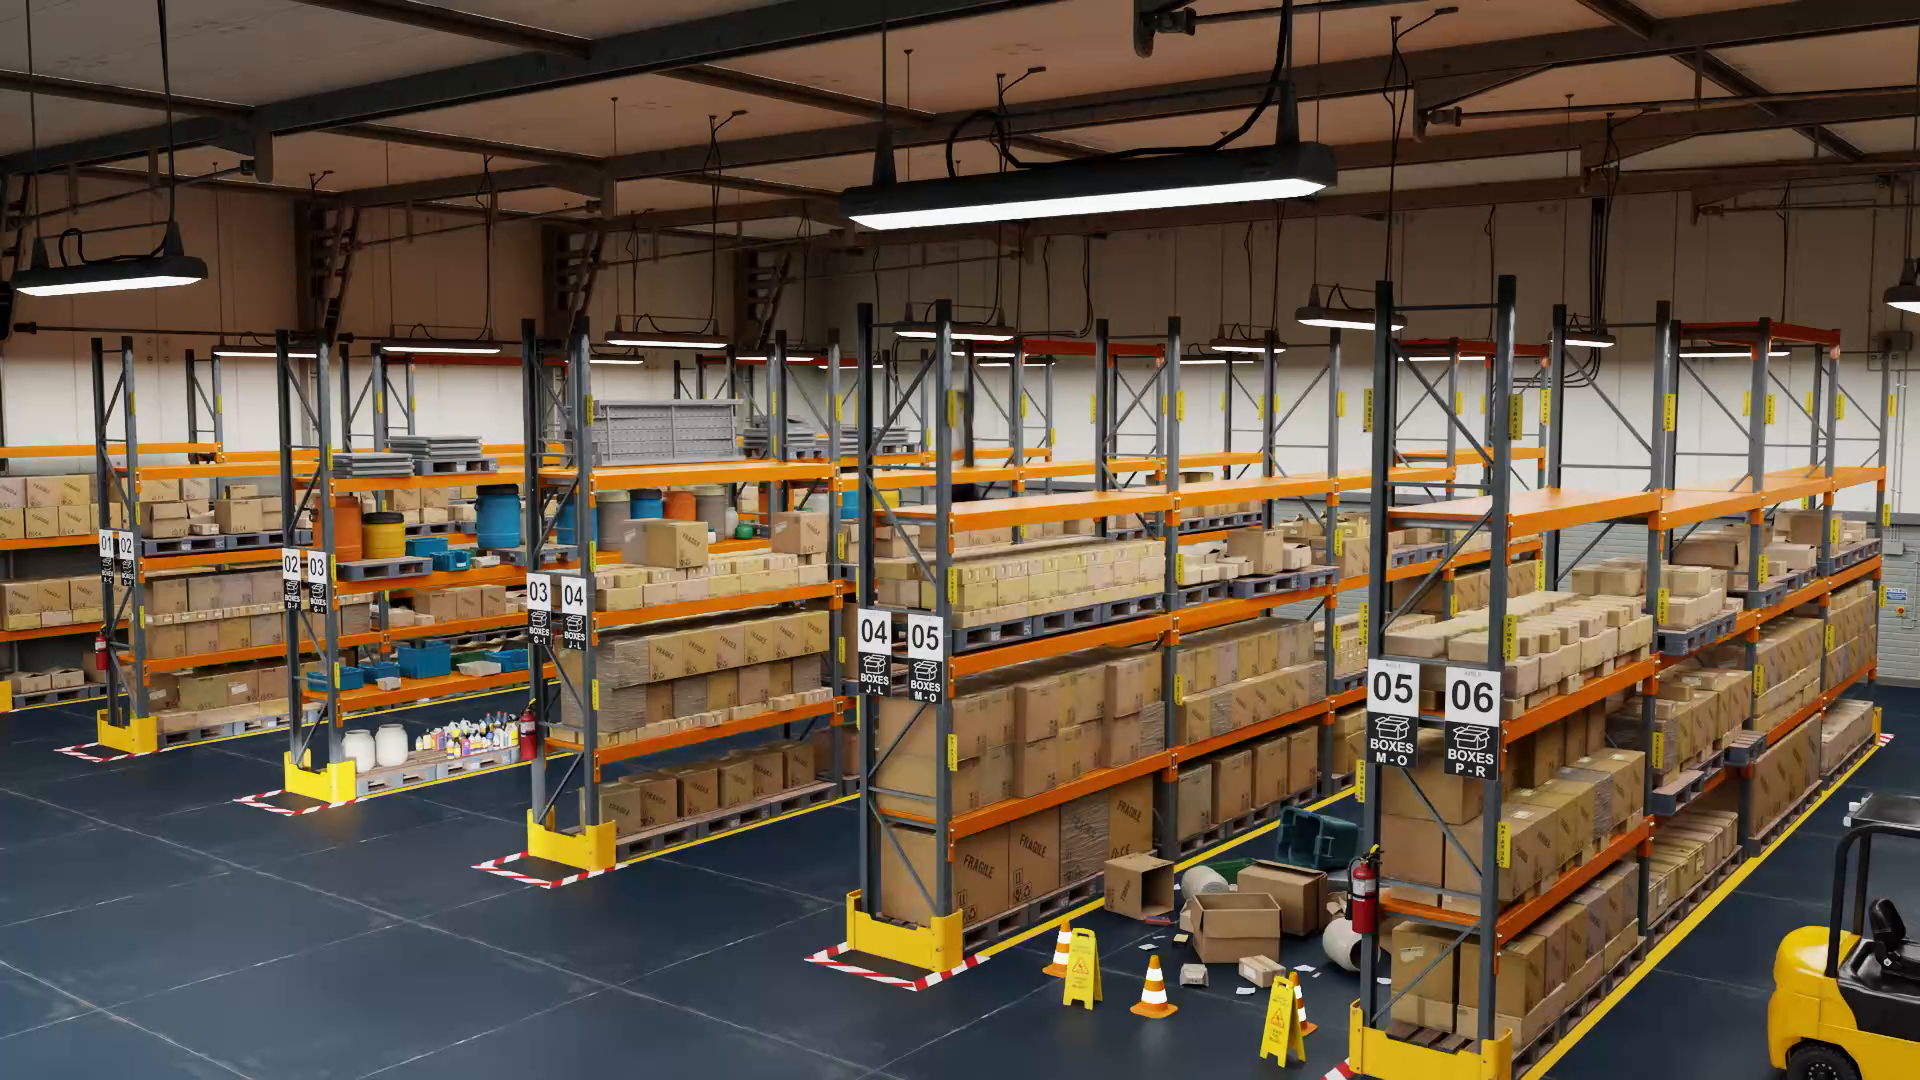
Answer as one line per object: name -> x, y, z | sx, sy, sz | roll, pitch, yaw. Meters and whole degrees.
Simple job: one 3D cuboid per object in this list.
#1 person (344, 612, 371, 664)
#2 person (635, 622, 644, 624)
person -> -10.958, 1.712, 29.930 | 0.597, 1.746, 0.769 | 2, 5, 24
person -> -5.548, 1.744, 29.486 | 0.700, 1.723, 0.583 | 4, 6, 36
